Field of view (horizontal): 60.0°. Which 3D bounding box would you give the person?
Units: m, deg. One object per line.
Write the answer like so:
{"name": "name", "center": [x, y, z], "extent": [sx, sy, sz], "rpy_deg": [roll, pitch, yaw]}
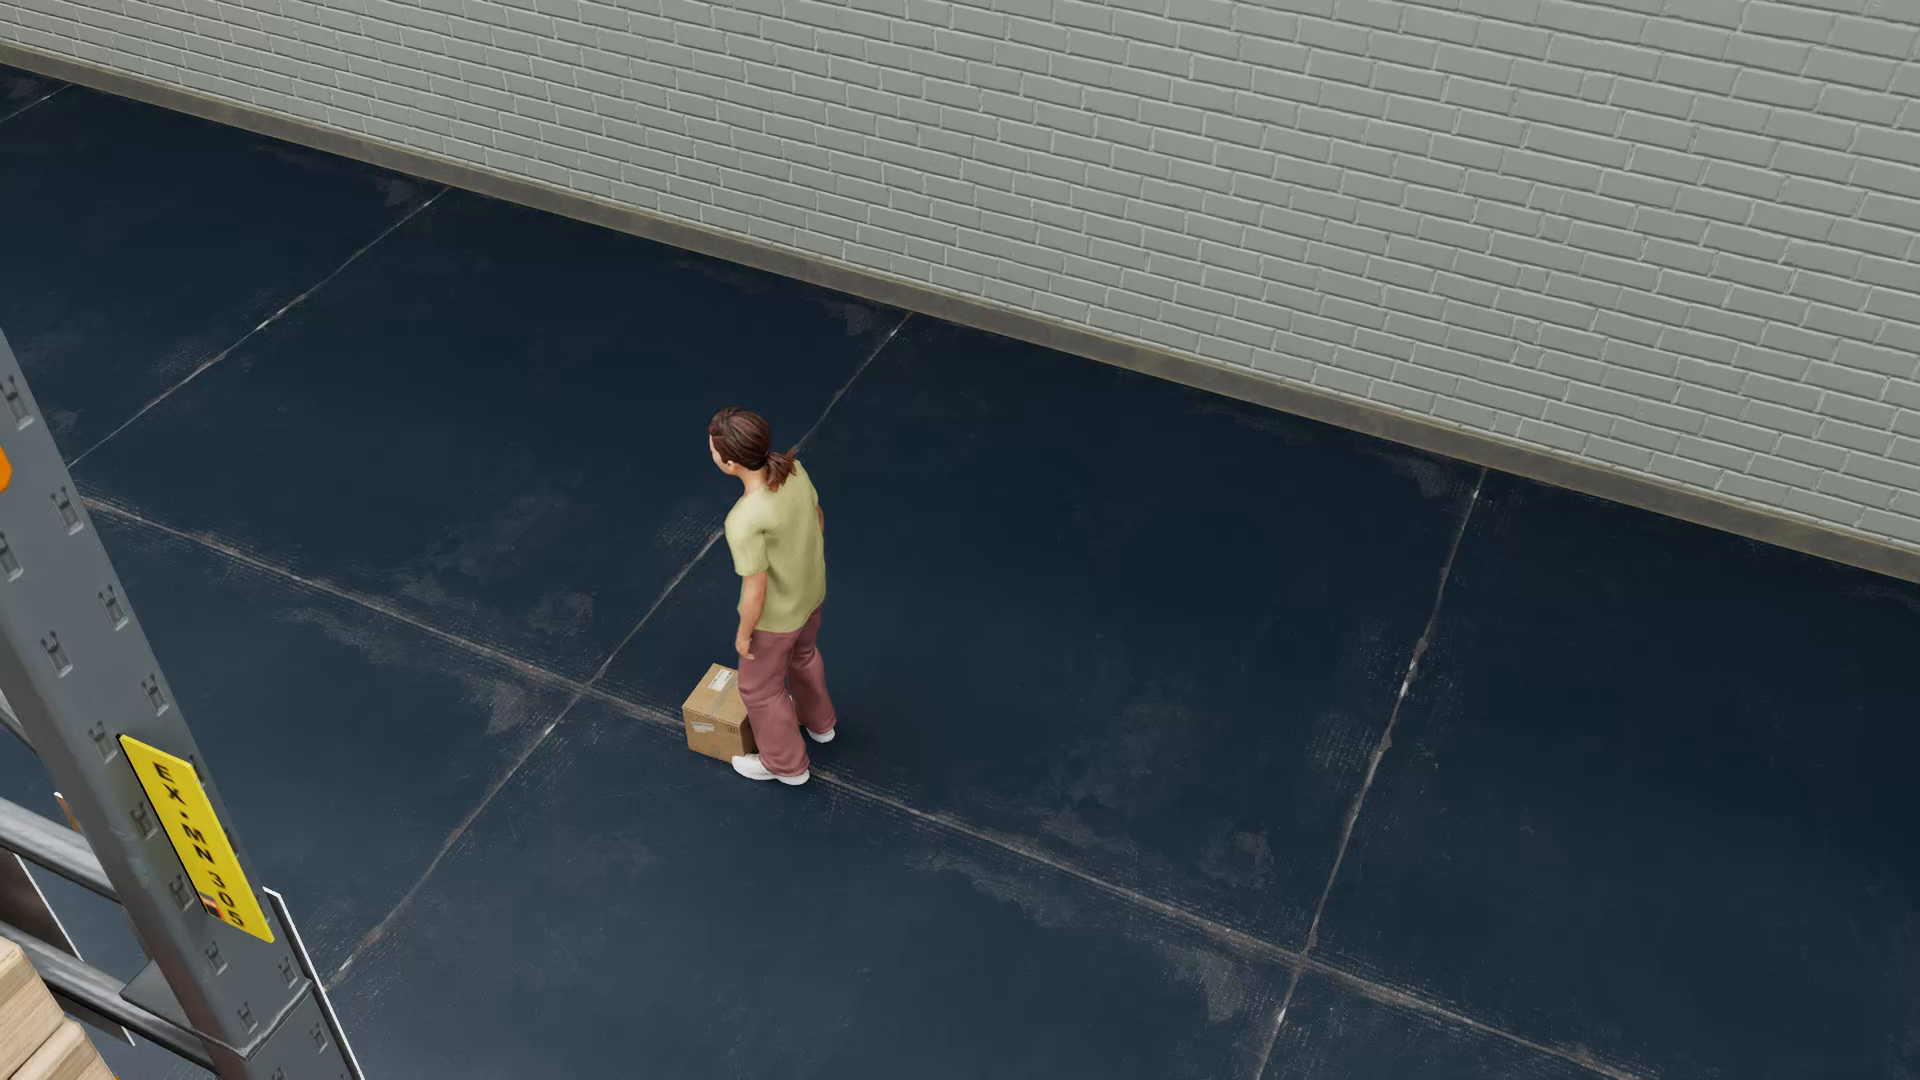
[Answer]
{"name": "person", "center": [-0.665, 0.302, 6.002], "extent": [0.360, 1.438, 0.497], "rpy_deg": [17, 45, 18]}
